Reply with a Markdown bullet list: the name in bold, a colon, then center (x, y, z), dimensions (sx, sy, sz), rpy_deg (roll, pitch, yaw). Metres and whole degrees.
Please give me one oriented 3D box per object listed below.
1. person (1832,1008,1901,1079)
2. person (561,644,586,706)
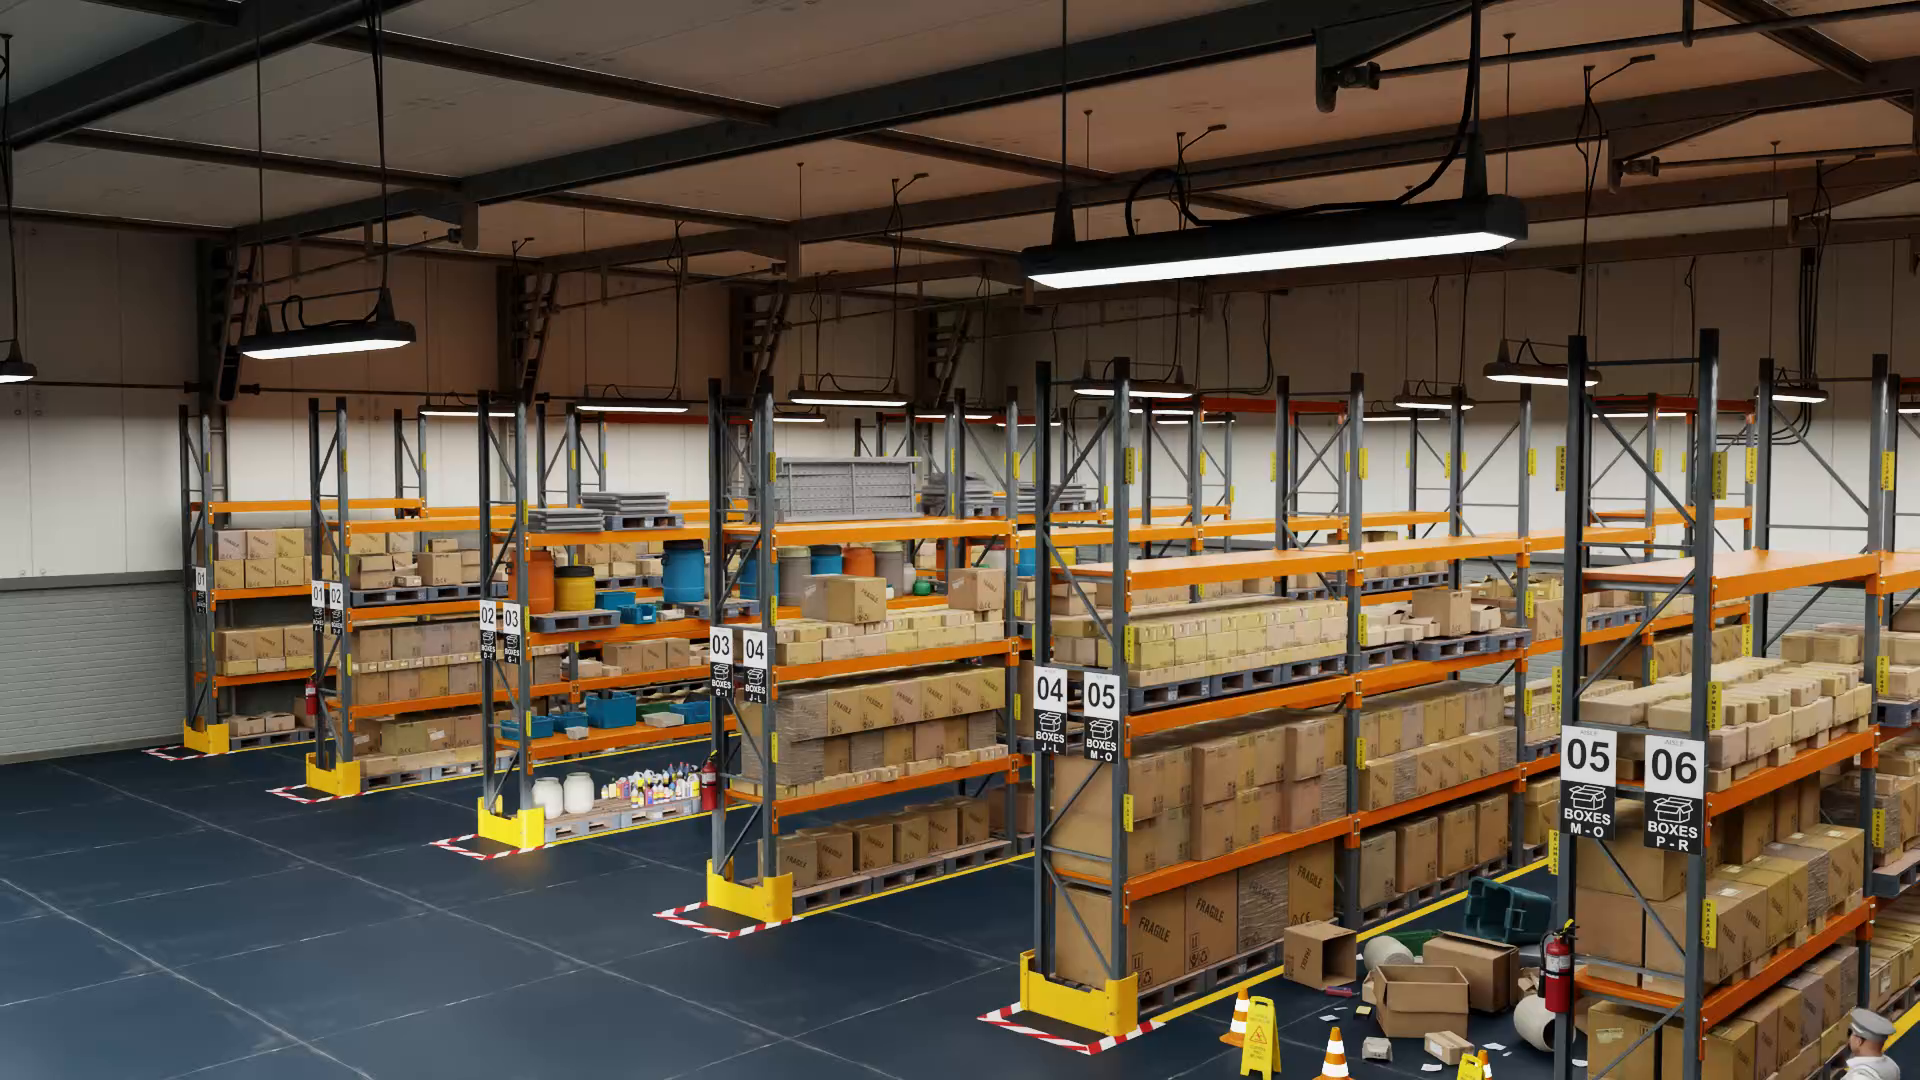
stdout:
- **person**: center (5.443, 3.755, 10.097), dimensions (0.481, 1.795, 0.577), rpy_deg (1, 3, 19)
- **person**: center (-7.050, 2.739, 30.477), dimensions (0.484, 1.747, 0.603), rpy_deg (0, 3, 9)
